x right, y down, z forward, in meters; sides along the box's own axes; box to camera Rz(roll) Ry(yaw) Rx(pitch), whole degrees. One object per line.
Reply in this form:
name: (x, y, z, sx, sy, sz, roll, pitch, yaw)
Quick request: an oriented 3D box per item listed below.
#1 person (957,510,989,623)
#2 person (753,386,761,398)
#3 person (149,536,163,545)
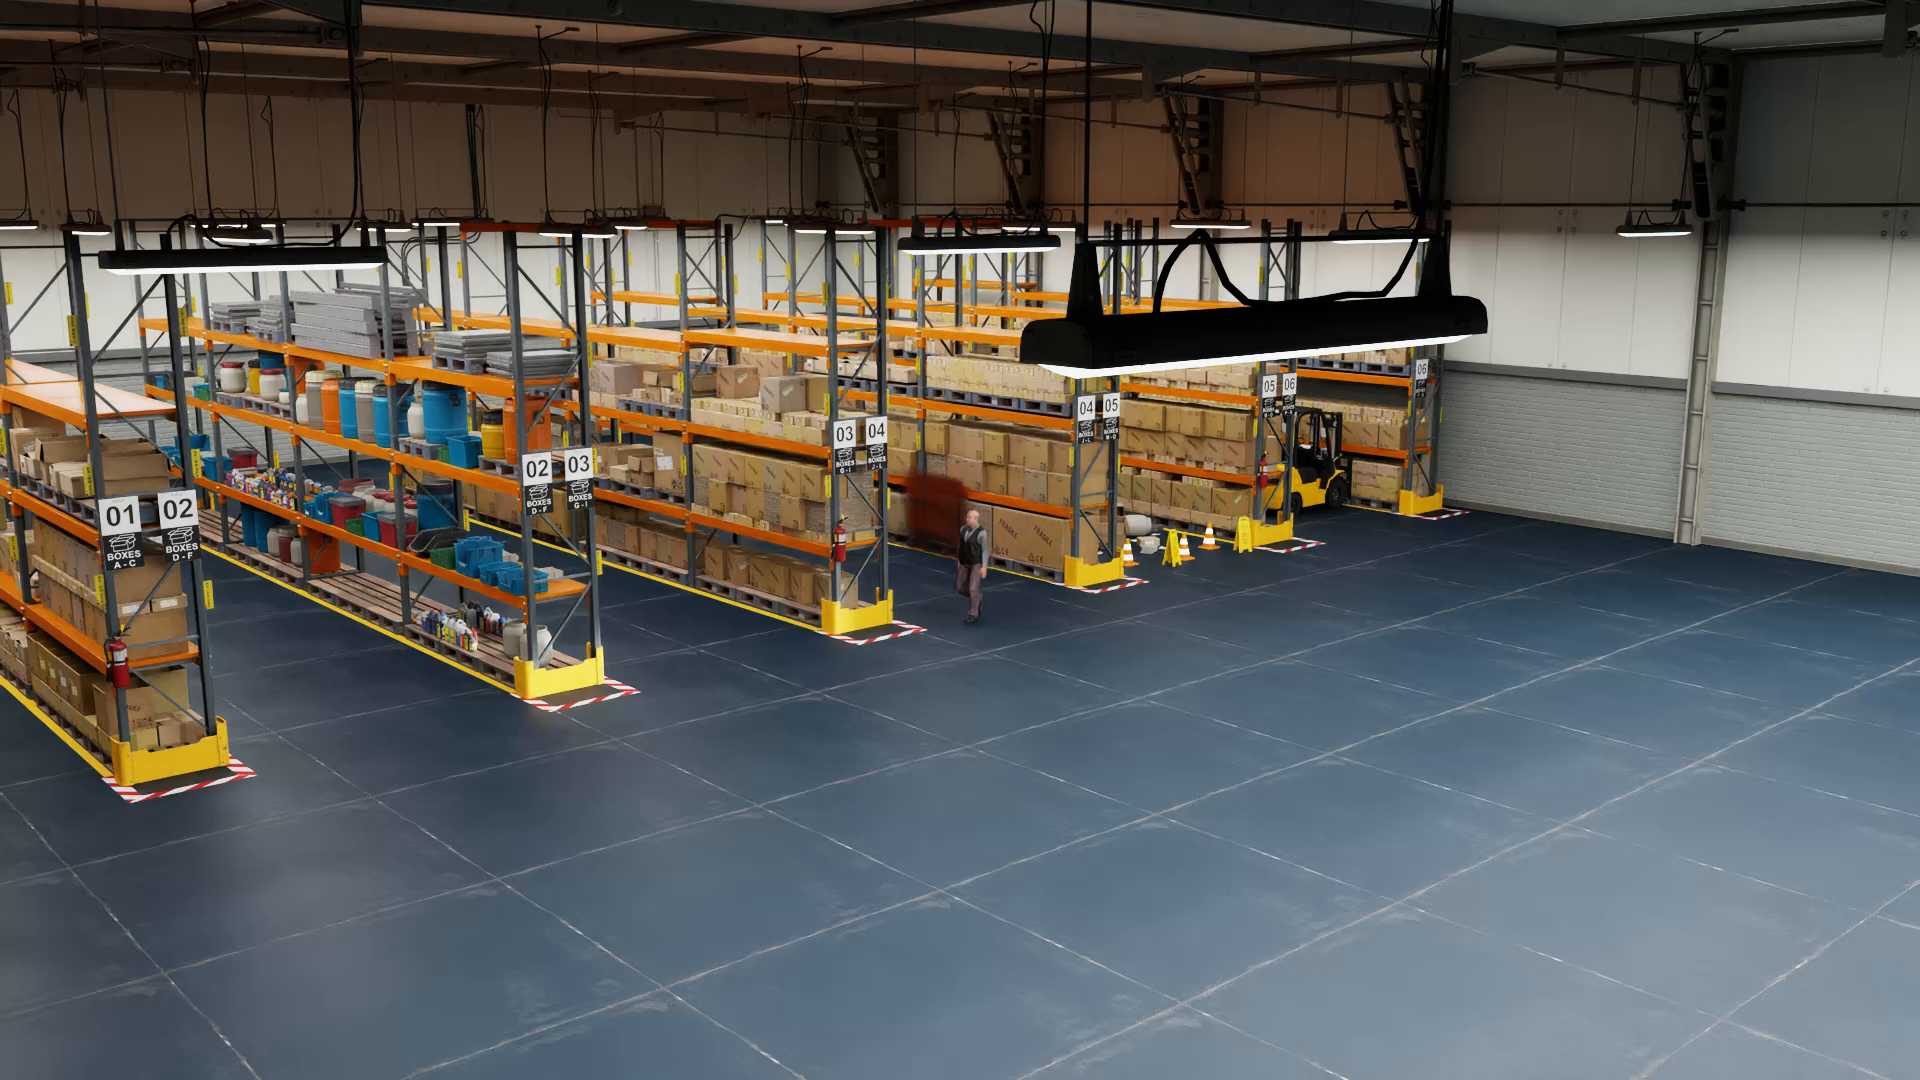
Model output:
person: (0.196, 0.382, 25.623, 0.596, 1.713, 0.666, 9, 15, 38)
person: (-5.412, -3.569, 45.329, 0.482, 1.638, 0.768, 6, 13, 28)
person: (-13.027, 0.088, 26.924, 0.691, 1.751, 0.950, -7, 13, -32)
